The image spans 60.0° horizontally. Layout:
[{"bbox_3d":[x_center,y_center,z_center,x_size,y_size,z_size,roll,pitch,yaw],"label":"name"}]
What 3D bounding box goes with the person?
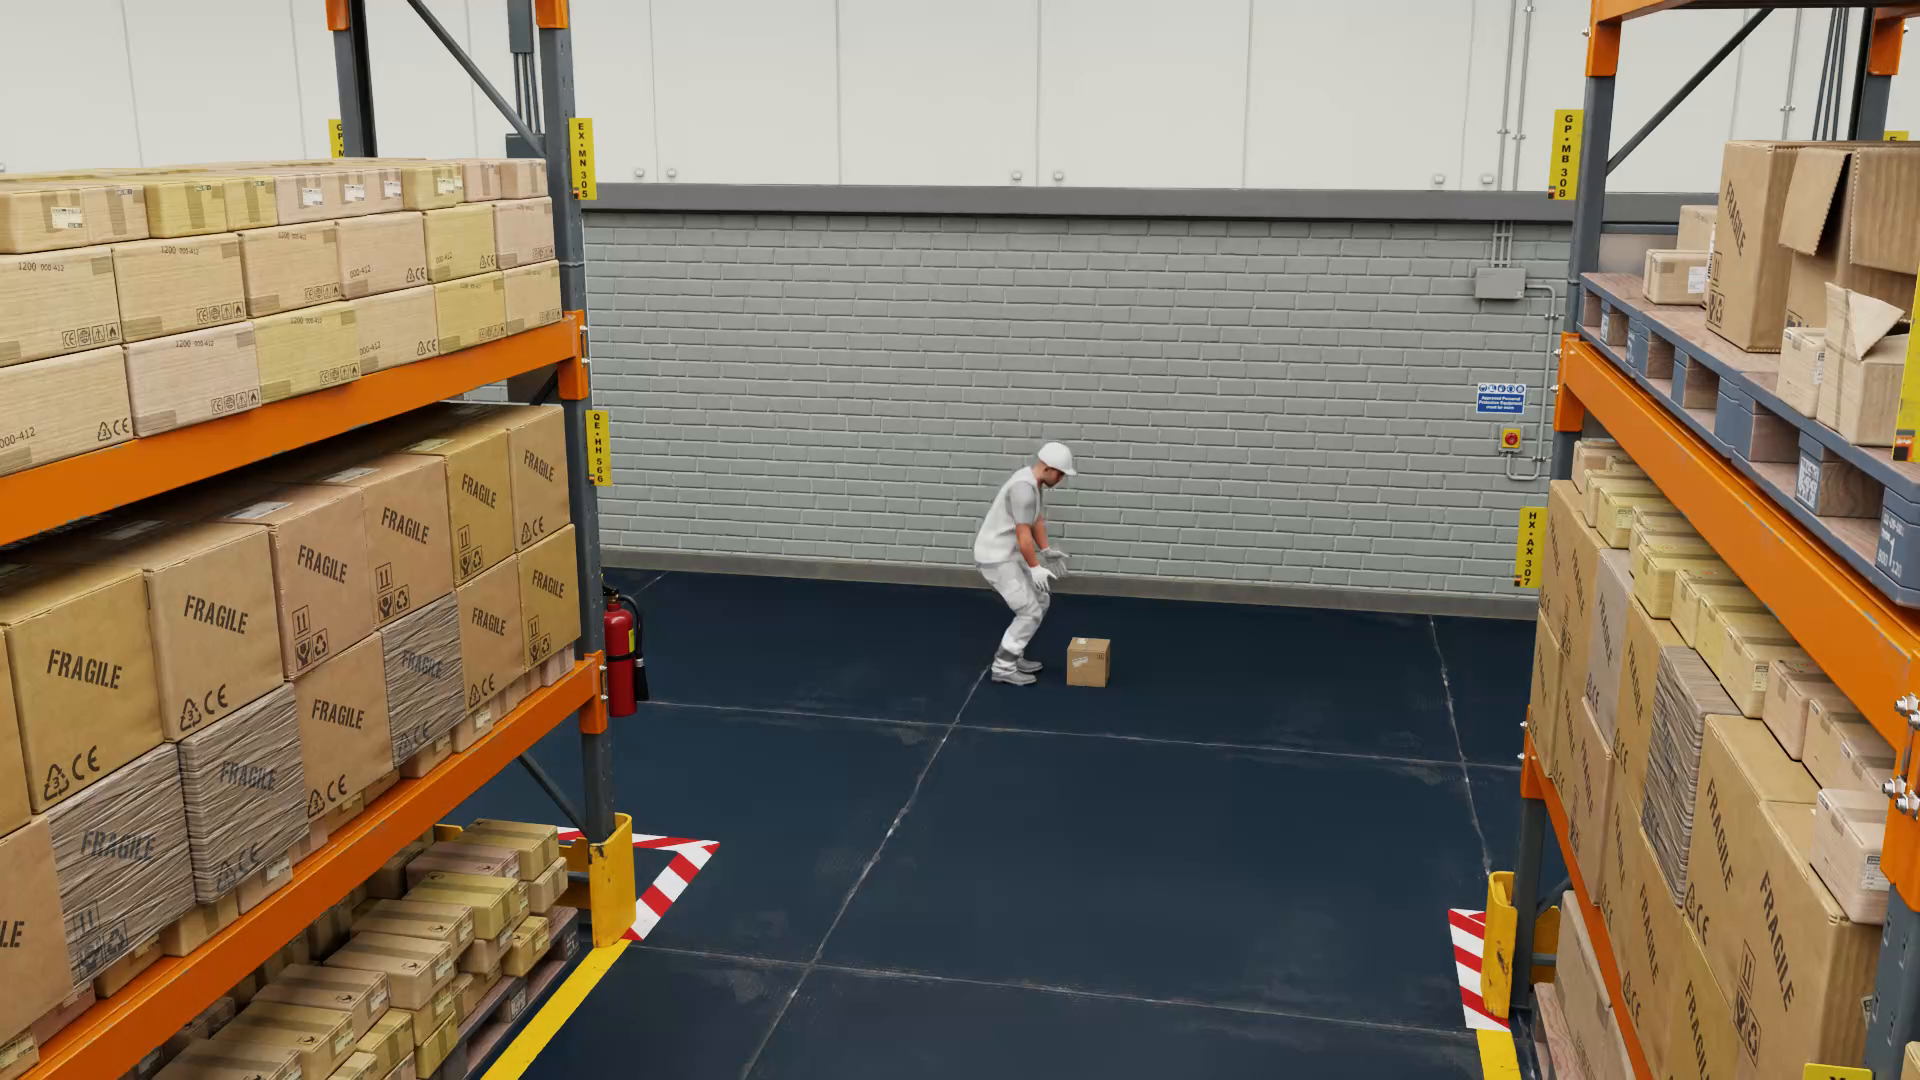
[{"bbox_3d":[0.426,0.132,10.872,0.647,1.580,0.575,3,15,12],"label":"person"}]
